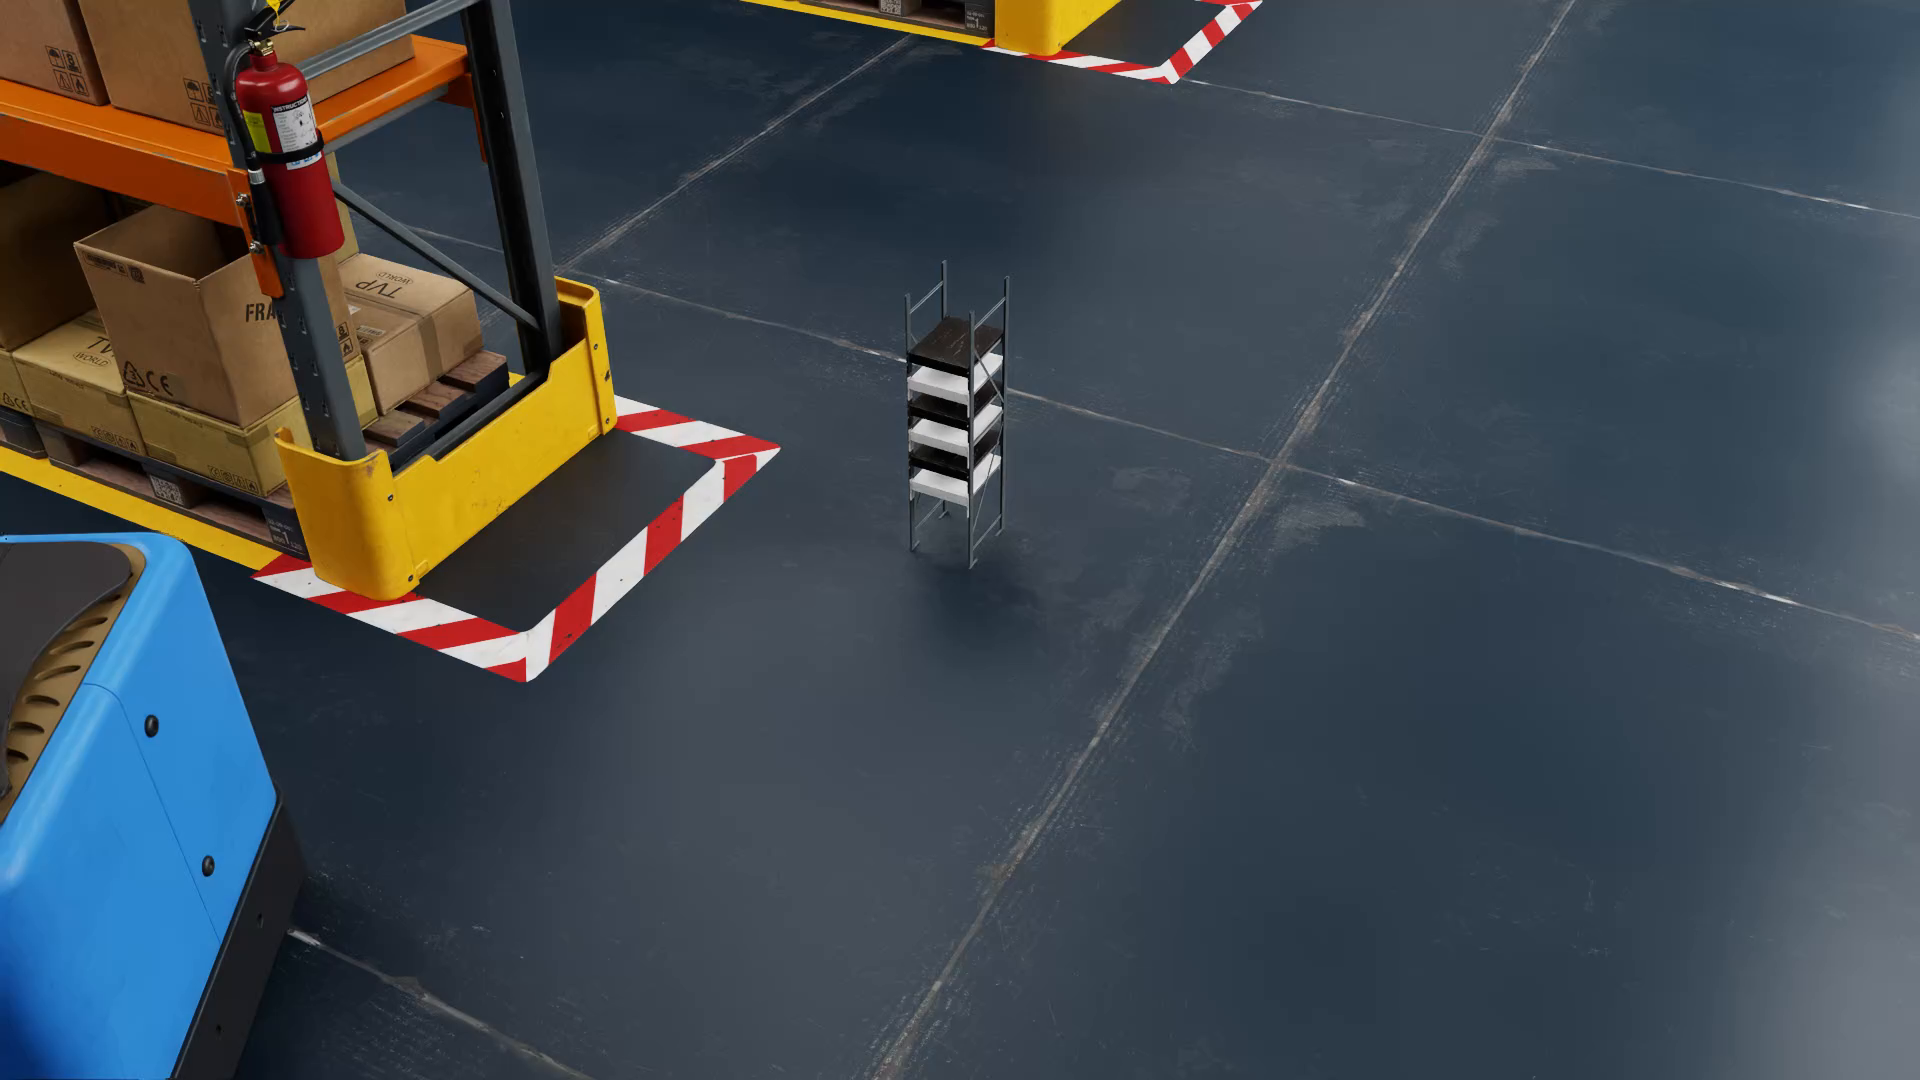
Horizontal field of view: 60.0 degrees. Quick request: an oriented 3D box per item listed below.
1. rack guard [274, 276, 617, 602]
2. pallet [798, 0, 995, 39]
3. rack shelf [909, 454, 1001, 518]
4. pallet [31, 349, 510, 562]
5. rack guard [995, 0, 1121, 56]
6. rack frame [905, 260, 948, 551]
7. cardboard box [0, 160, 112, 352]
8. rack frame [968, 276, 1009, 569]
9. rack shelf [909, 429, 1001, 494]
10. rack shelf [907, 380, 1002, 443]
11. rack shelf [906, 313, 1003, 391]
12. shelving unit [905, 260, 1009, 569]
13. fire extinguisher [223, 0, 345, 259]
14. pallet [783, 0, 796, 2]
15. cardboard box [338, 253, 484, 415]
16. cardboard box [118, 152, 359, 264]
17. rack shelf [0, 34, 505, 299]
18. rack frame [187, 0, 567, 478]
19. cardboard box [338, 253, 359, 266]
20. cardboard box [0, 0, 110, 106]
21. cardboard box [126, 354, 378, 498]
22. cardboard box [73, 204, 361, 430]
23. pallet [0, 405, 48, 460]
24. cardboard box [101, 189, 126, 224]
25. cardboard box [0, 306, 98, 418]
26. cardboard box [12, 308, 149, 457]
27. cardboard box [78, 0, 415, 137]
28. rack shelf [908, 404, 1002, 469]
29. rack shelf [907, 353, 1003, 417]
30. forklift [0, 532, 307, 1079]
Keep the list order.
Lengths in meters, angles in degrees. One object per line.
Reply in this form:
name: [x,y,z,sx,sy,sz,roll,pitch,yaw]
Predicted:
rack guard: [-1.592,-0.362,5.313,0.348,0.500,1.175,17,41,21]
pallet: [-0.140,-3.136,9.207,1.213,0.211,1.003,17,41,21]
rack shelf: [-0.007,-0.191,5.110,0.200,0.077,0.258,17,41,21]
pallet: [-2.312,-0.443,5.659,1.213,0.211,1.003,17,41,21]
rack guard: [0.579,-3.022,8.818,0.348,0.500,1.175,17,41,21]
rack frame: [-0.097,-0.389,5.018,0.006,0.900,0.240,17,41,21]
cardboard box: [-3.121,-0.994,5.385,0.500,0.500,0.500,17,41,21]
rack frame: [0.083,-0.332,4.944,0.006,0.900,0.240,17,41,21]
rack shelf: [-0.007,-0.262,5.055,0.200,0.077,0.258,17,41,21]
rack shelf: [-0.007,-0.406,4.947,0.200,0.077,0.258,17,41,21]
rack shelf: [-0.007,-0.549,4.838,0.200,0.077,0.258,17,41,21]
shelving unit: [-0.007,-0.361,4.981,0.210,0.900,0.258,17,41,21]
fire extinguisher: [-1.722,-1.051,4.217,0.183,0.674,0.296,17,41,21]
pallet: [-1.220,-3.476,9.655,1.213,0.211,1.003,17,41,21]
cardboard box: [-1.987,-0.704,5.624,0.500,0.250,0.500,17,41,21]
cardboard box: [-2.432,-1.141,5.579,0.500,0.500,0.500,17,41,21]
rack shelf: [-3.389,-1.633,5.516,4.000,0.370,1.077,17,41,21]
rack frame: [-1.614,-1.364,4.566,0.127,3.000,1.000,17,41,21]
cardboard box: [-2.433,-0.841,5.805,0.500,0.250,0.500,17,41,21]
cardboard box: [-2.491,-1.684,4.905,0.500,0.500,0.700,18,41,23]
cardboard box: [-2.226,-0.426,5.258,0.500,0.250,0.500,17,41,21]
cardboard box: [-2.227,-0.724,5.029,0.500,0.500,0.500,17,41,21]
pallet: [-3.391,-0.783,6.107,1.213,0.211,1.003,17,41,21]
cardboard box: [-2.882,-1.273,5.753,0.500,0.500,0.500,17,41,21]
cardboard box: [-3.120,-0.697,5.614,0.500,0.250,0.500,17,41,21]
cardboard box: [-2.675,-0.559,5.432,0.500,0.250,0.500,17,41,21]
cardboard box: [-2.022,-1.540,4.716,0.500,0.500,0.700,17,41,22]
rack shelf: [-0.007,-0.334,5.001,0.200,0.077,0.258,17,41,21]
rack shelf: [-0.007,-0.478,4.892,0.200,0.077,0.258,17,41,21]
forklift: [-3.093,-0.004,2.831,3.031,2.935,1.130,-2,37,-2]
